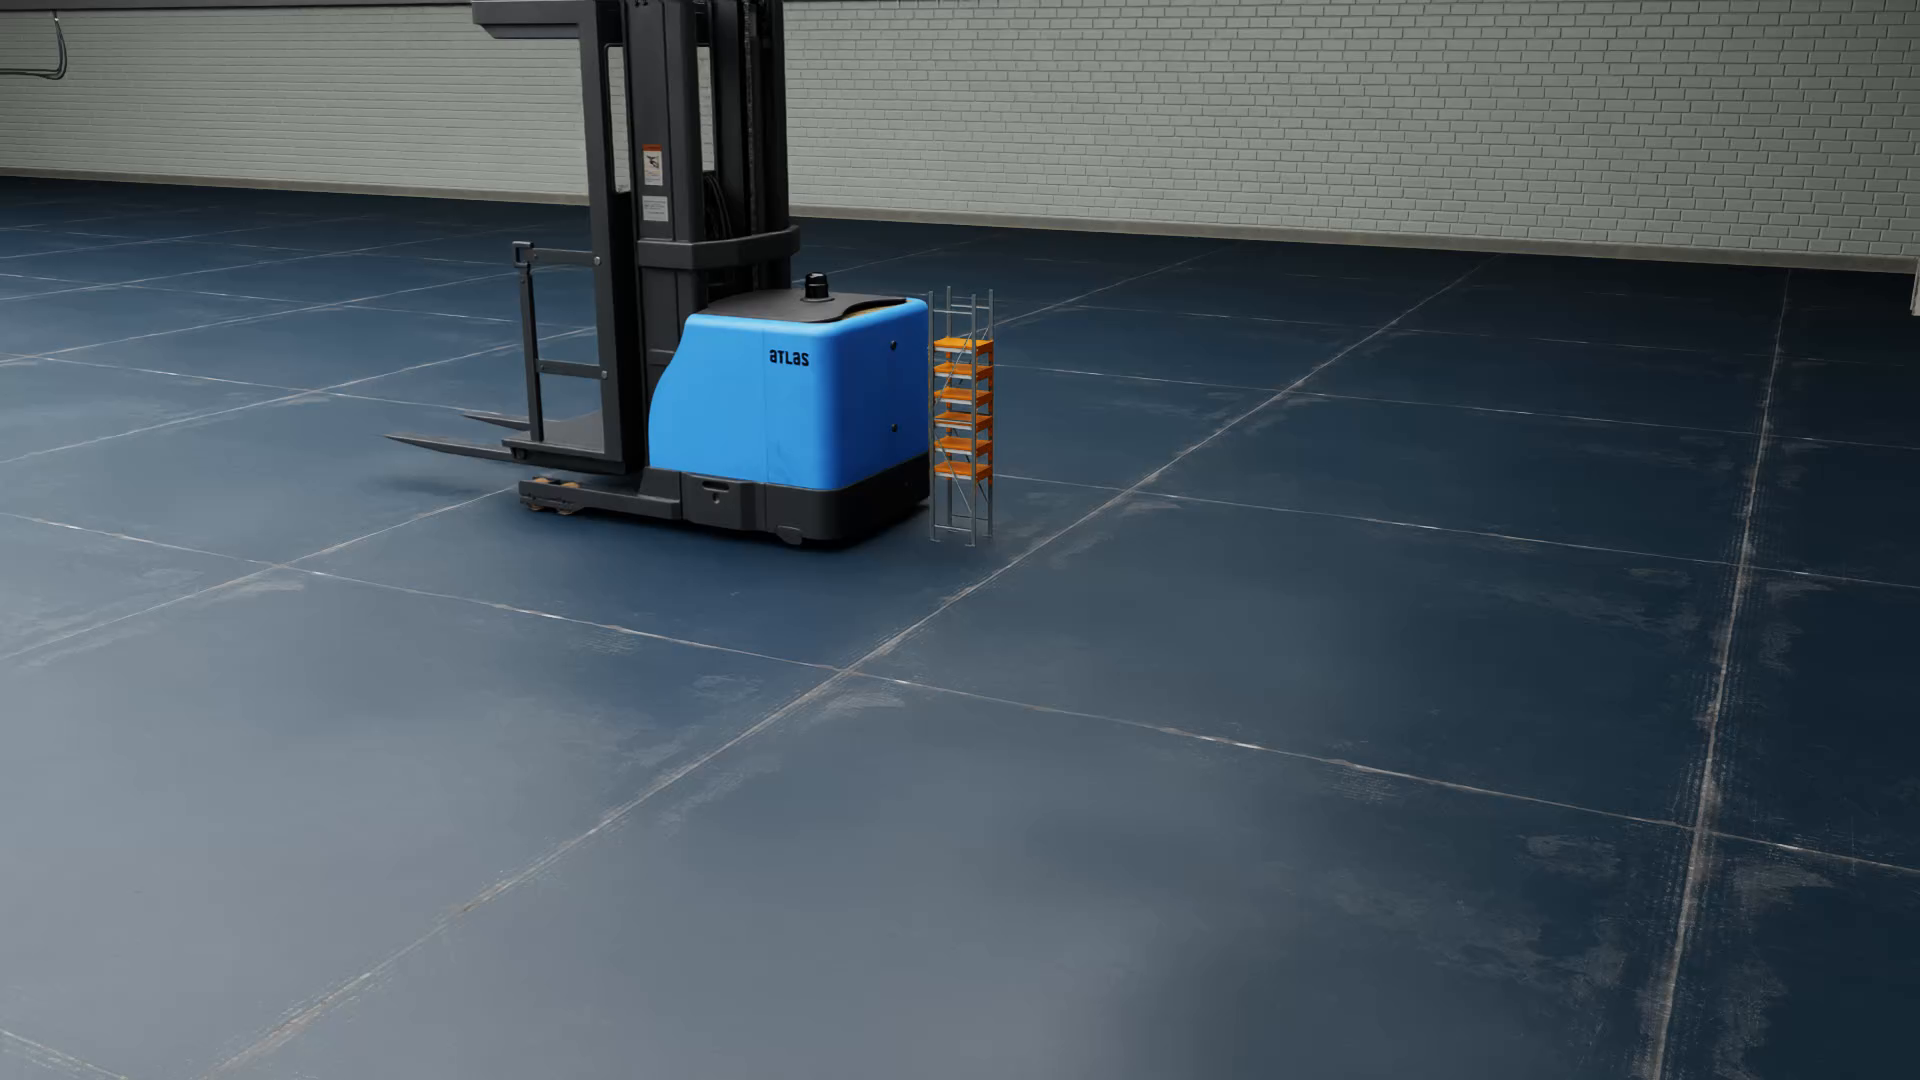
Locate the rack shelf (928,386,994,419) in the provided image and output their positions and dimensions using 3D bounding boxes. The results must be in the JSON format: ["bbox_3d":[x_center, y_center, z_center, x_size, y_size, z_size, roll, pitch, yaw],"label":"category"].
[{"bbox_3d":[0.006,-0.651,7.844,0.258,0.103,0.180,8,18,25],"label":"rack shelf"}]

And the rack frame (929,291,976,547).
[{"bbox_3d":[-0.034,-0.556,7.787,0.240,1.200,0.006,8,18,25],"label":"rack frame"}]

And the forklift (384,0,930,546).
[{"bbox_3d":[-1.684,-1.654,8.444,3.031,2.935,1.130,8,18,26],"label":"forklift"}]

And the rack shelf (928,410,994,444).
[{"bbox_3d":[0.006,-0.536,7.879,0.258,0.103,0.180,8,18,25],"label":"rack shelf"}]

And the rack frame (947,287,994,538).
[{"bbox_3d":[0.047,-0.602,7.944,0.240,1.200,0.006,8,18,25],"label":"rack frame"}]

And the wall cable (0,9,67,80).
[{"bbox_3d":[-17.017,-9.440,29.455,3.097,2.526,0.112,8,18,25],"label":"wall cable"}]

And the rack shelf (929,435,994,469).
[{"bbox_3d":[0.006,-0.421,7.913,0.258,0.103,0.180,8,18,25],"label":"rack shelf"}]

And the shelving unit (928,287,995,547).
[{"bbox_3d":[0.006,-0.579,7.866,0.258,1.200,0.189,8,18,25],"label":"shelving unit"}]

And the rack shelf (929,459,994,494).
[{"bbox_3d":[0.006,-0.306,7.947,0.258,0.103,0.180,8,18,25],"label":"rack shelf"}]

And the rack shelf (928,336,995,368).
[{"bbox_3d":[0.006,-0.881,7.776,0.258,0.103,0.180,8,18,25],"label":"rack shelf"}]

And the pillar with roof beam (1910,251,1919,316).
[{"bbox_3d":[4.813,-6.886,15.404,9.100,9.000,0.400,8,18,25],"label":"pillar with roof beam"}]

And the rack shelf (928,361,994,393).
[{"bbox_3d":[0.006,-0.766,7.810,0.258,0.103,0.180,8,18,25],"label":"rack shelf"}]
